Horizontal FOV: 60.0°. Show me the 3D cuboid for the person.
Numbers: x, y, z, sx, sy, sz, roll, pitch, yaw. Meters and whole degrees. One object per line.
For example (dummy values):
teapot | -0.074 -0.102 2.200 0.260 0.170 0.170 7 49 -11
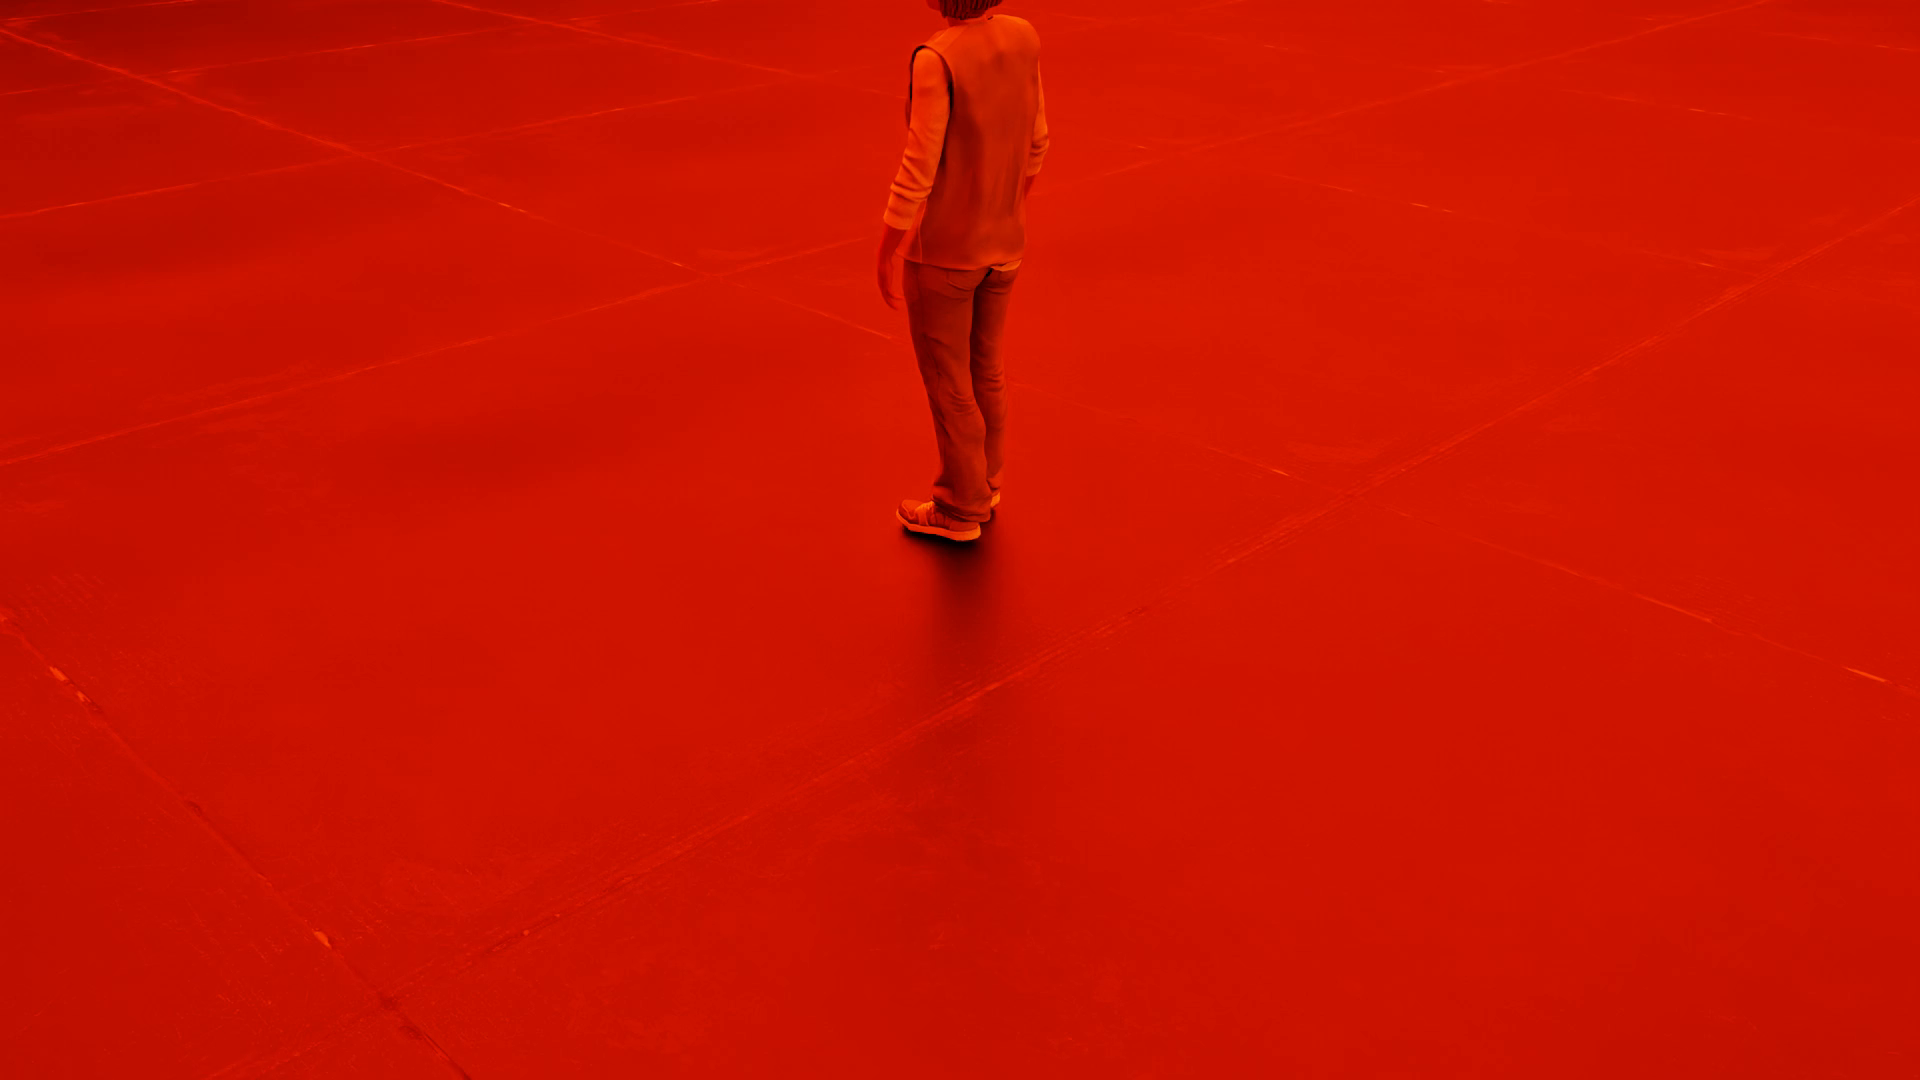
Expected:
person | -0.043 -0.751 4.244 0.521 1.599 0.473 -24 35 -39
